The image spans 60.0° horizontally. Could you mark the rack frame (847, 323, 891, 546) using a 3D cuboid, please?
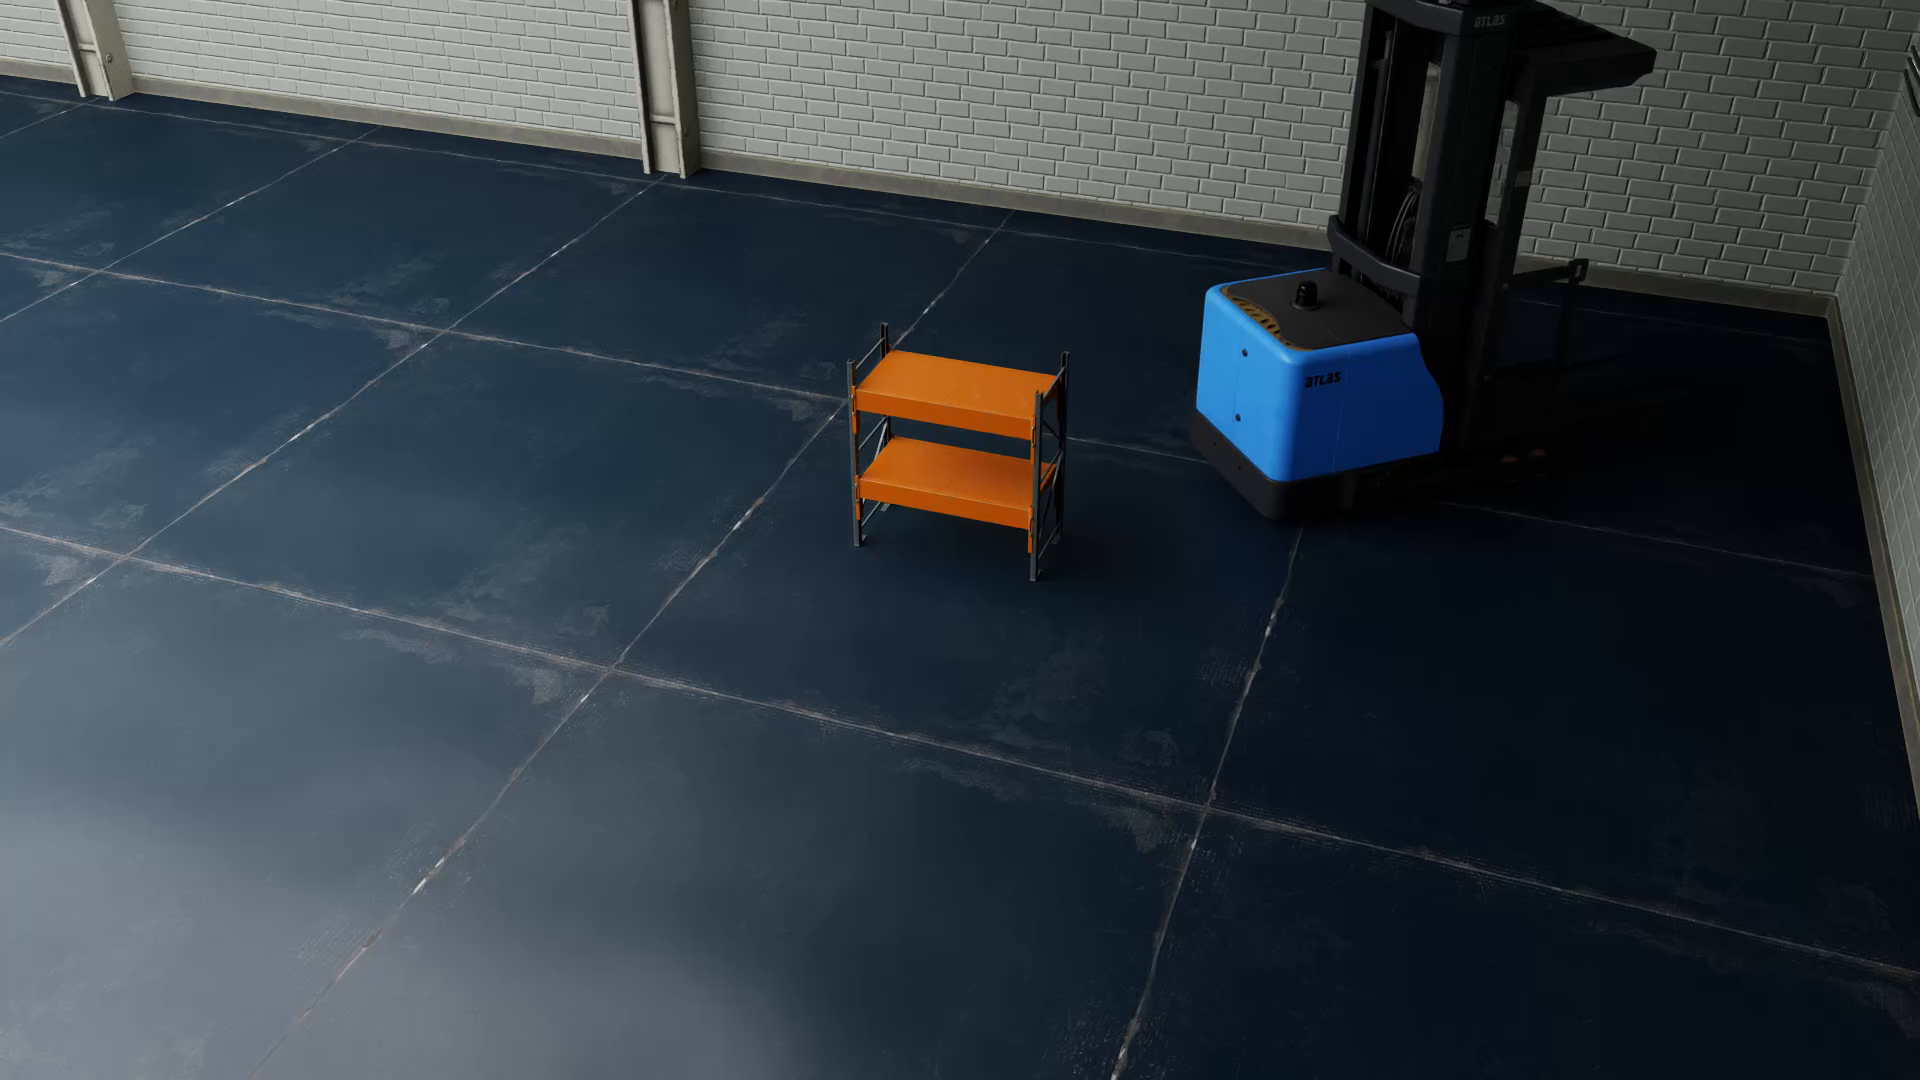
[{"bbox_3d":[-0.485,-0.567,9.059,0.032,1.125,0.500,11,34,16],"label":"rack frame"}]

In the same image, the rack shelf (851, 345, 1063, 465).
[{"bbox_3d":[-0.006,-0.720,8.756,1.000,0.278,0.538,11,34,16],"label":"rack shelf"}]

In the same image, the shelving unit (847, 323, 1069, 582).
[{"bbox_3d":[-0.006,-0.474,8.915,1.048,1.125,0.538,11,34,16],"label":"shelving unit"}]

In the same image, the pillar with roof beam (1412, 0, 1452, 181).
[{"bbox_3d":[1.771,-3.620,6.529,0.400,9.000,9.100,11,34,16],"label":"pillar with roof beam"}]

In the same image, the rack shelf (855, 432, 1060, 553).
[{"bbox_3d":[-0.006,-0.268,9.047,1.000,0.278,0.538,11,34,16],"label":"rack shelf"}]

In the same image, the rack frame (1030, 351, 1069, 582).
[{"bbox_3d":[0.472,-0.381,8.771,0.032,1.125,0.500,11,34,16],"label":"rack frame"}]

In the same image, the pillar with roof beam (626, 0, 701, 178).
[{"bbox_3d":[-3.877,-4.718,8.229,0.400,9.000,9.100,11,34,16],"label":"pillar with roof beam"}]

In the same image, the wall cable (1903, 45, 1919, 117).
[{"bbox_3d":[5.551,-3.299,8.895,0.112,2.526,3.097,11,34,16],"label":"wall cable"}]

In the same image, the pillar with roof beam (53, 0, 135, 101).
[{"bbox_3d":[-9.525,-5.816,9.930,0.400,9.000,9.100,11,34,16],"label":"pillar with roof beam"}]

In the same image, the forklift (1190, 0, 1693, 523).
[{"bbox_3d":[2.957,-1.816,9.328,3.031,2.935,1.130,-11,35,-17],"label":"forklift"}]
